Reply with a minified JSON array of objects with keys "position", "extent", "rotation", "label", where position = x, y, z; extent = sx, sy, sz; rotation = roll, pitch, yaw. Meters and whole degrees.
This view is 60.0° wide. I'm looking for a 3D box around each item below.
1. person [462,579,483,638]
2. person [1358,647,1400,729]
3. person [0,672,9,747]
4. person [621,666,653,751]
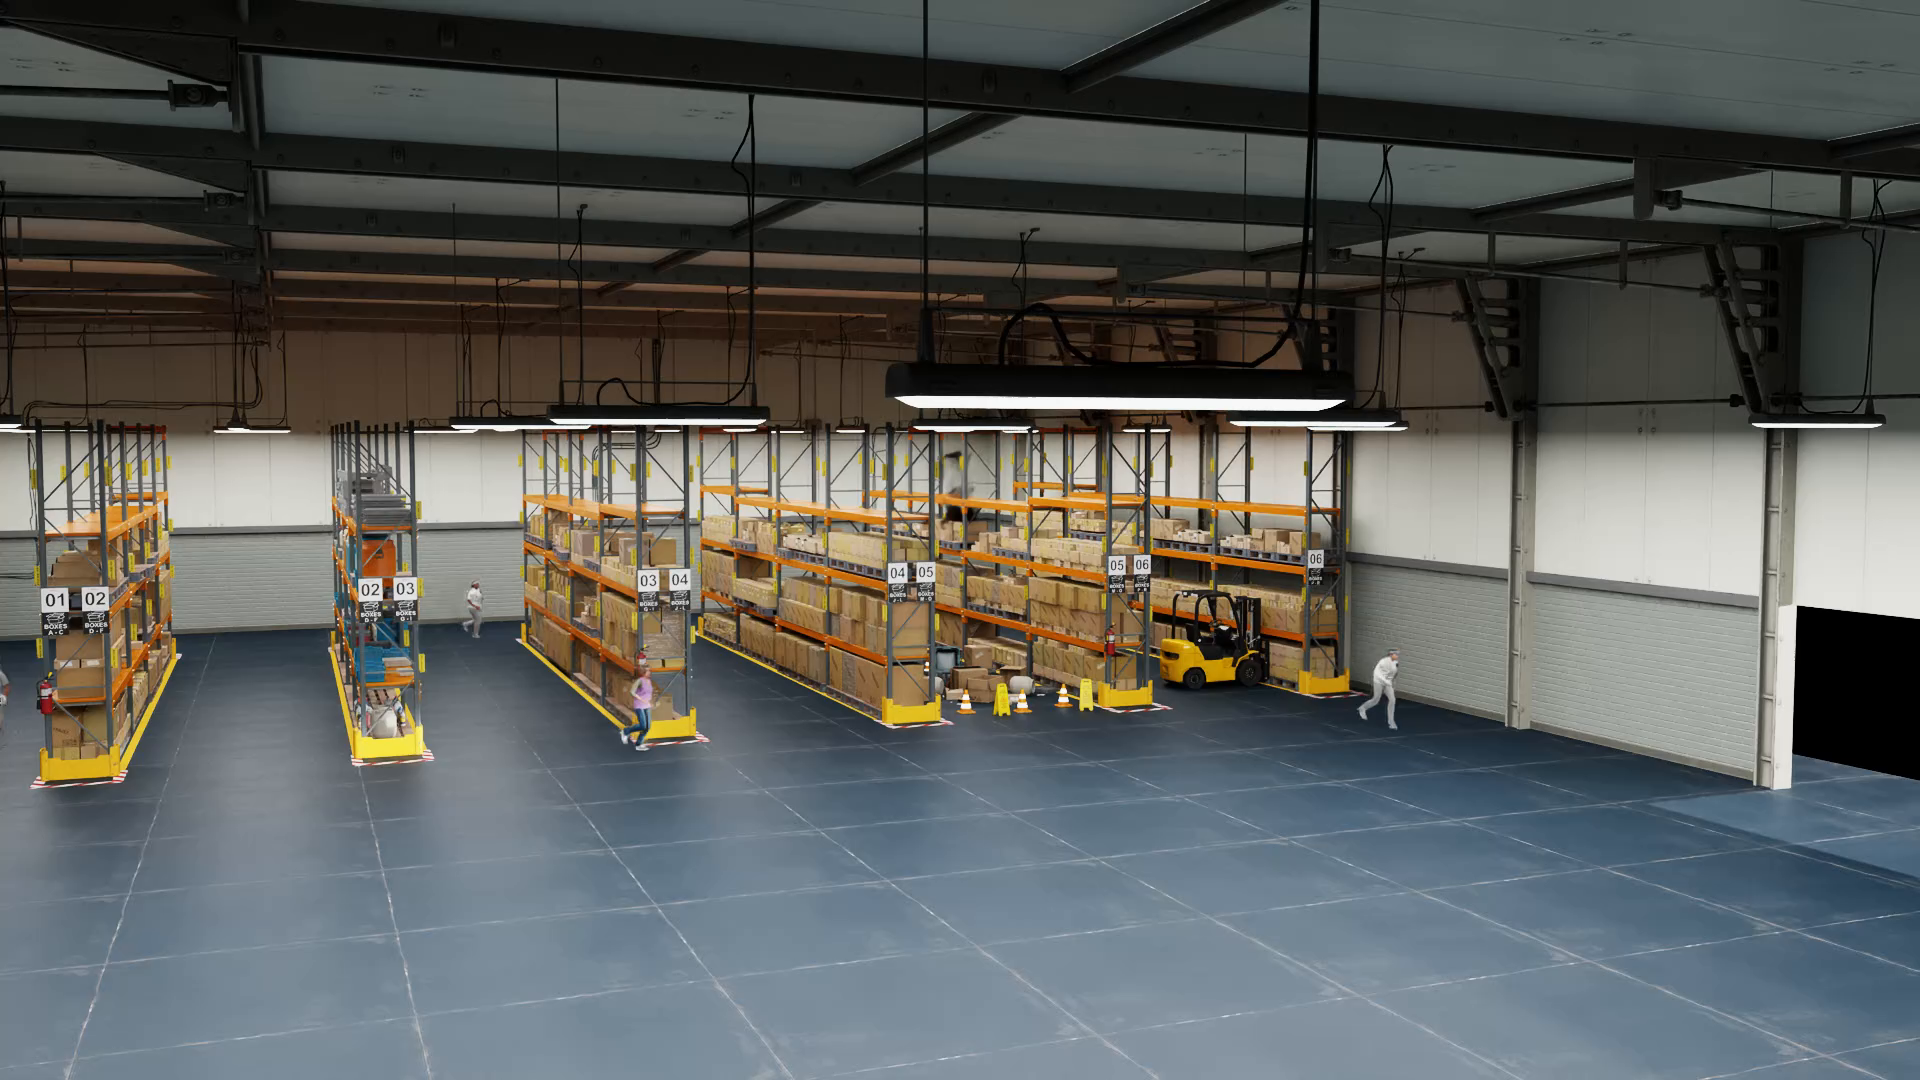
[{"position":[-13.889,1.944,47.367],"extent":[0.606,1.686,0.587],"rotation":[0,4,8],"label":"person"},{"position":[8.309,2.889,32.925],"extent":[0.654,1.627,0.978],"rotation":[-3,5,-39],"label":"person"},{"position":[-17.466,2.976,29.921],"extent":[0.672,1.736,0.598],"rotation":[-2,4,-33],"label":"person"},{"position":[-5.838,3.056,30.339],"extent":[0.616,1.538,0.561],"rotation":[1,4,22],"label":"person"}]
